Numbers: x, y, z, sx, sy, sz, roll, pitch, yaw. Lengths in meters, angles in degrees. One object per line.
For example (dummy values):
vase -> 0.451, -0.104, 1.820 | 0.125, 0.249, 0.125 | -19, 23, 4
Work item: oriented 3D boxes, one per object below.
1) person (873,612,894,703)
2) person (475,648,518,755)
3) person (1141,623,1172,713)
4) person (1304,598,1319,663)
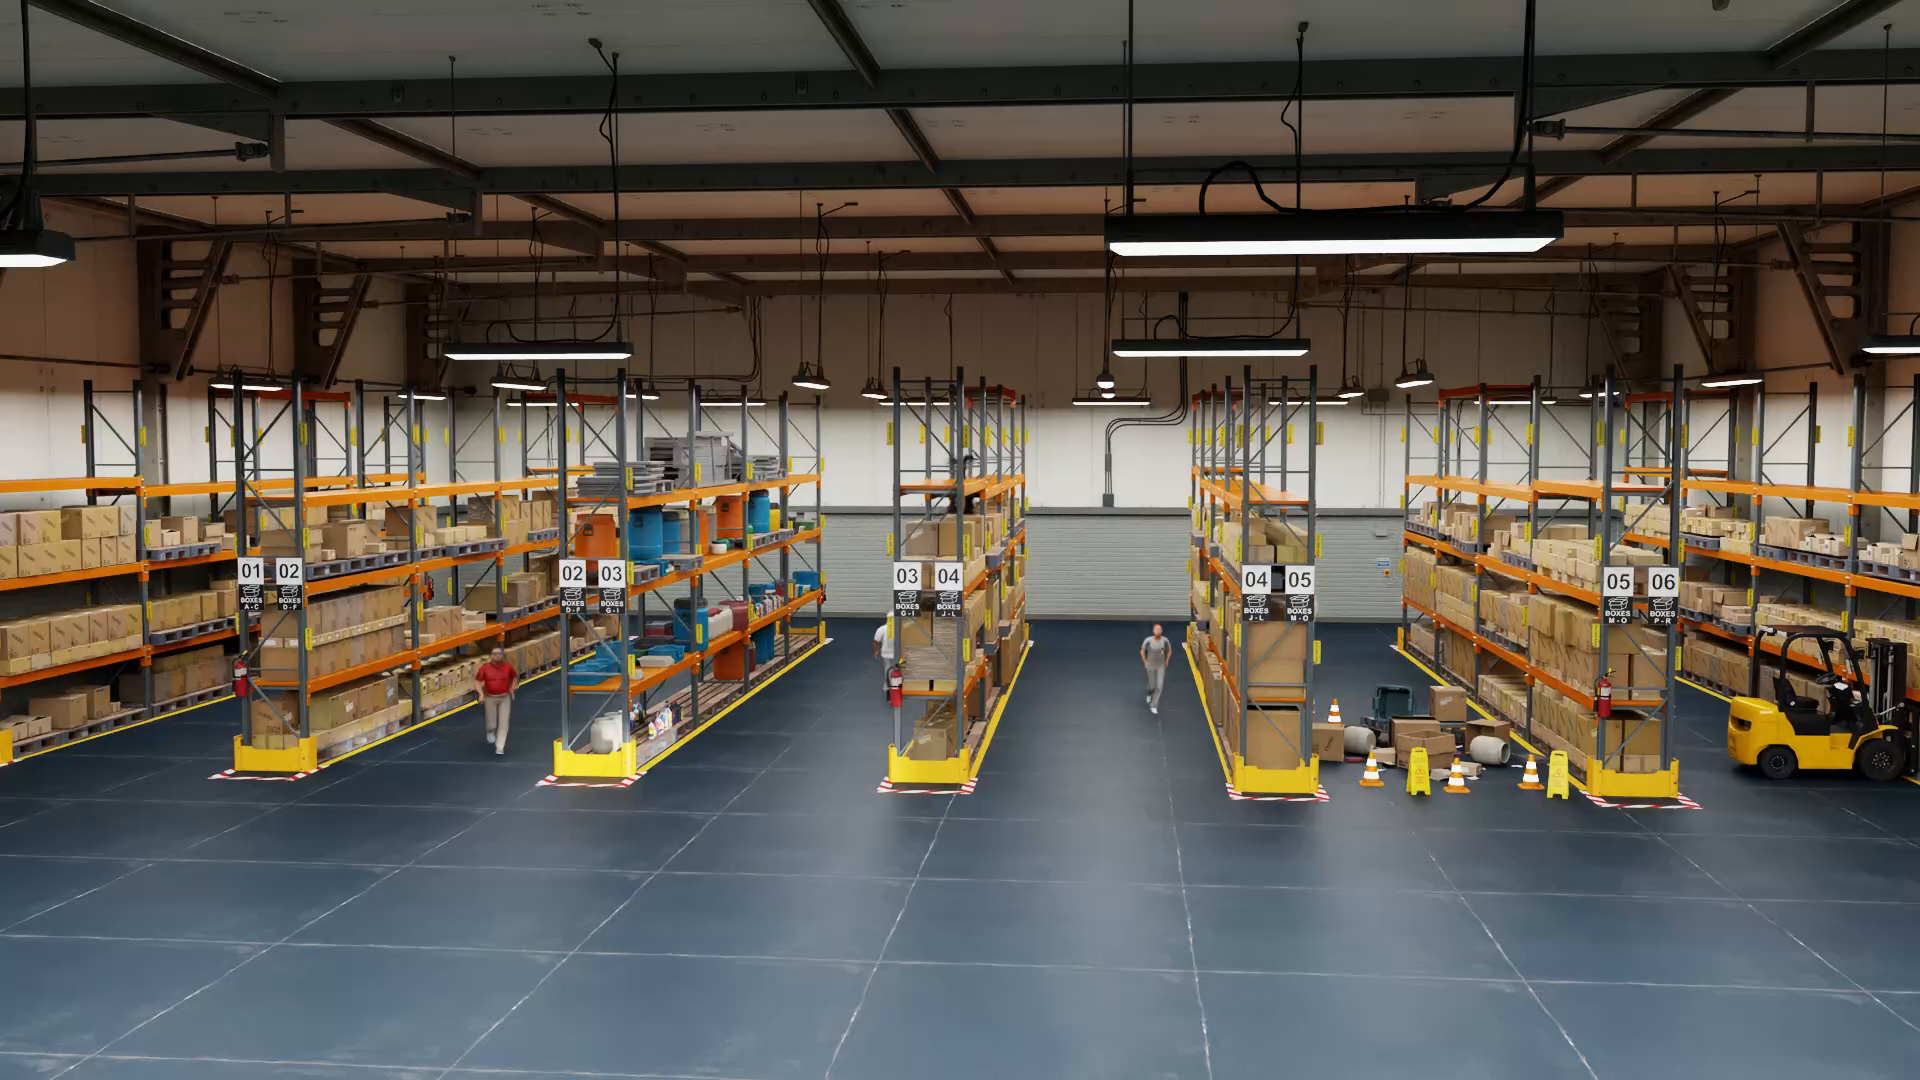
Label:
person -> -1.282, 2.201, 31.505 | 0.715, 1.720, 0.643 | 0, 4, -7
person -> -7.338, 2.532, 26.359 | 0.671, 1.680, 0.715 | -1, 4, -22
person -> 3.585, 2.314, 30.359 | 0.569, 1.628, 0.659 | 0, 4, -7
person -> 7.656, 1.840, 36.715 | 0.668, 1.752, 0.918 | 0, 4, -6
